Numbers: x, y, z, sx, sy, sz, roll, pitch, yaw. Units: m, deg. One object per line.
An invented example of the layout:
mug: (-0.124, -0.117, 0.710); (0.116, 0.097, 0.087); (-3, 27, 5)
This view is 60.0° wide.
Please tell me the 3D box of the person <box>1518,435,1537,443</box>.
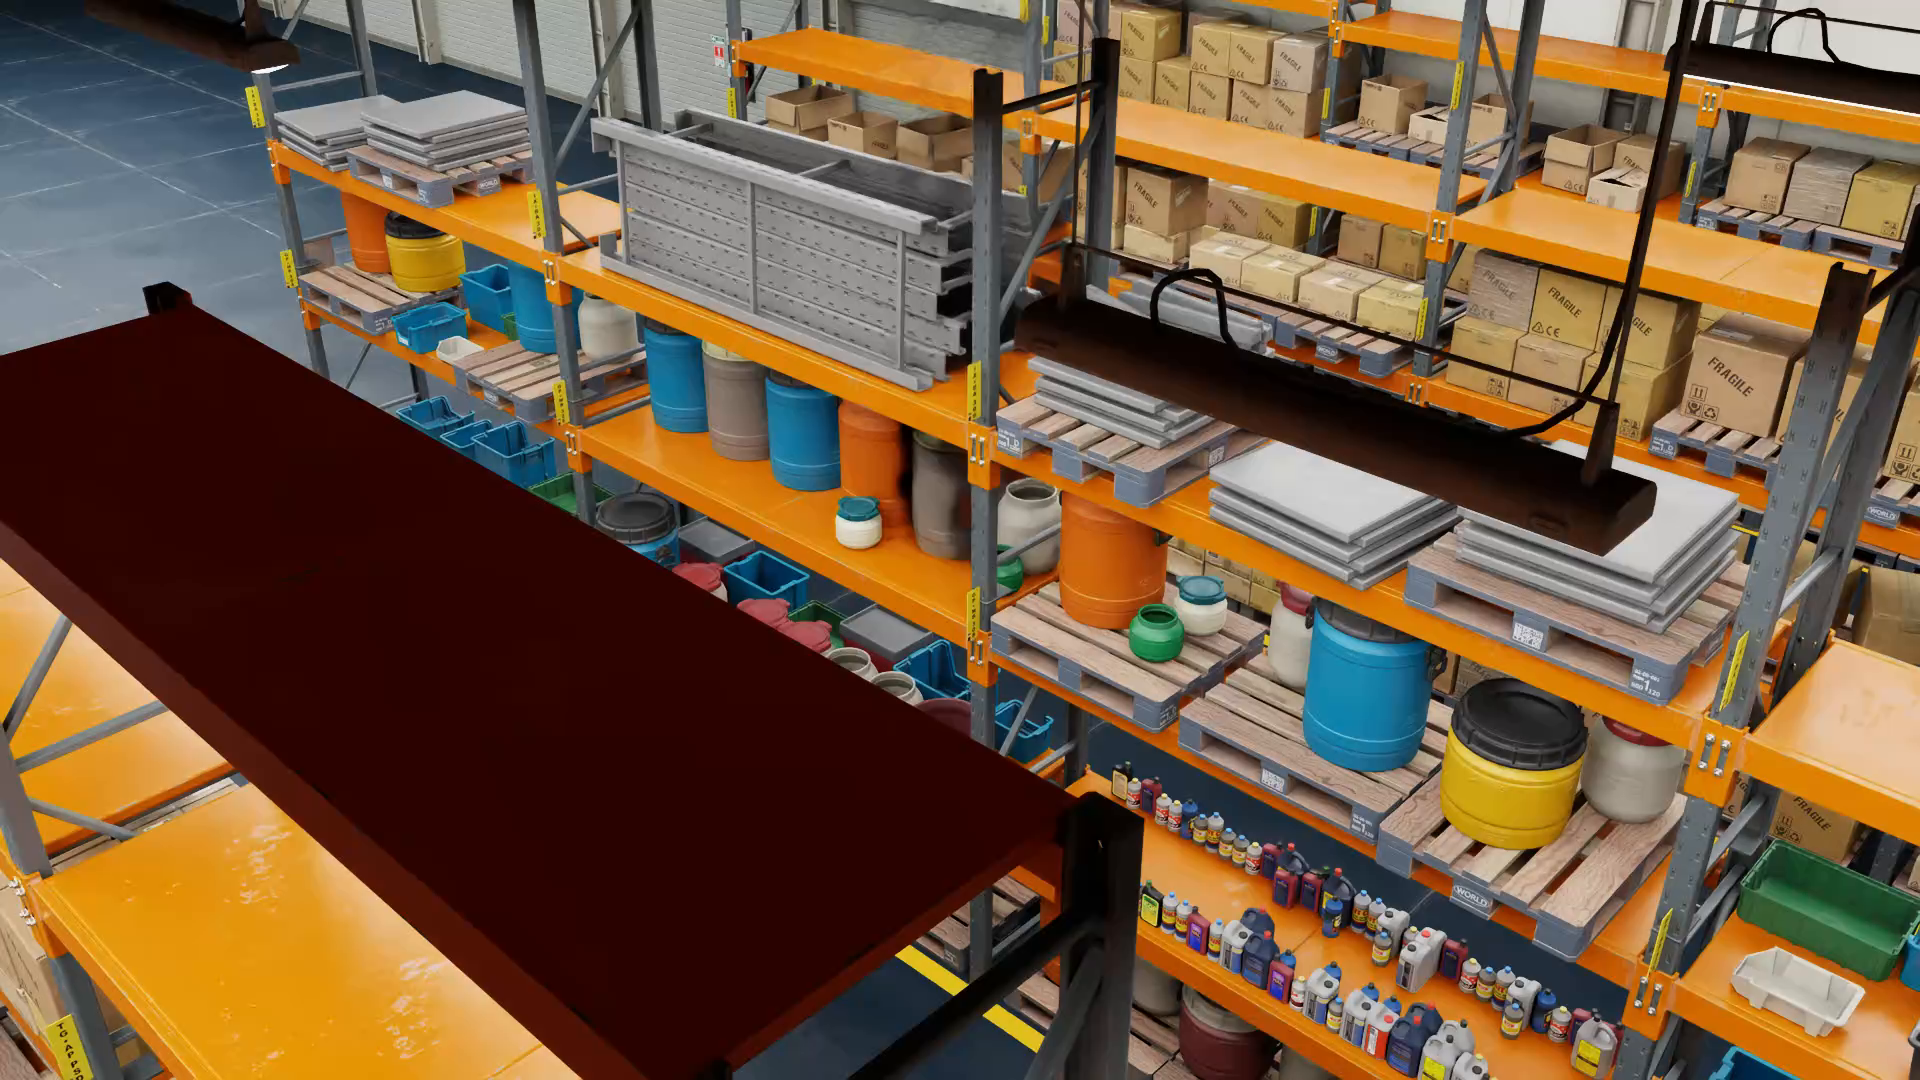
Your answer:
person: (5.065, -0.386, 15.184); (0.952, 1.743, 0.654); (21, 36, 33)
